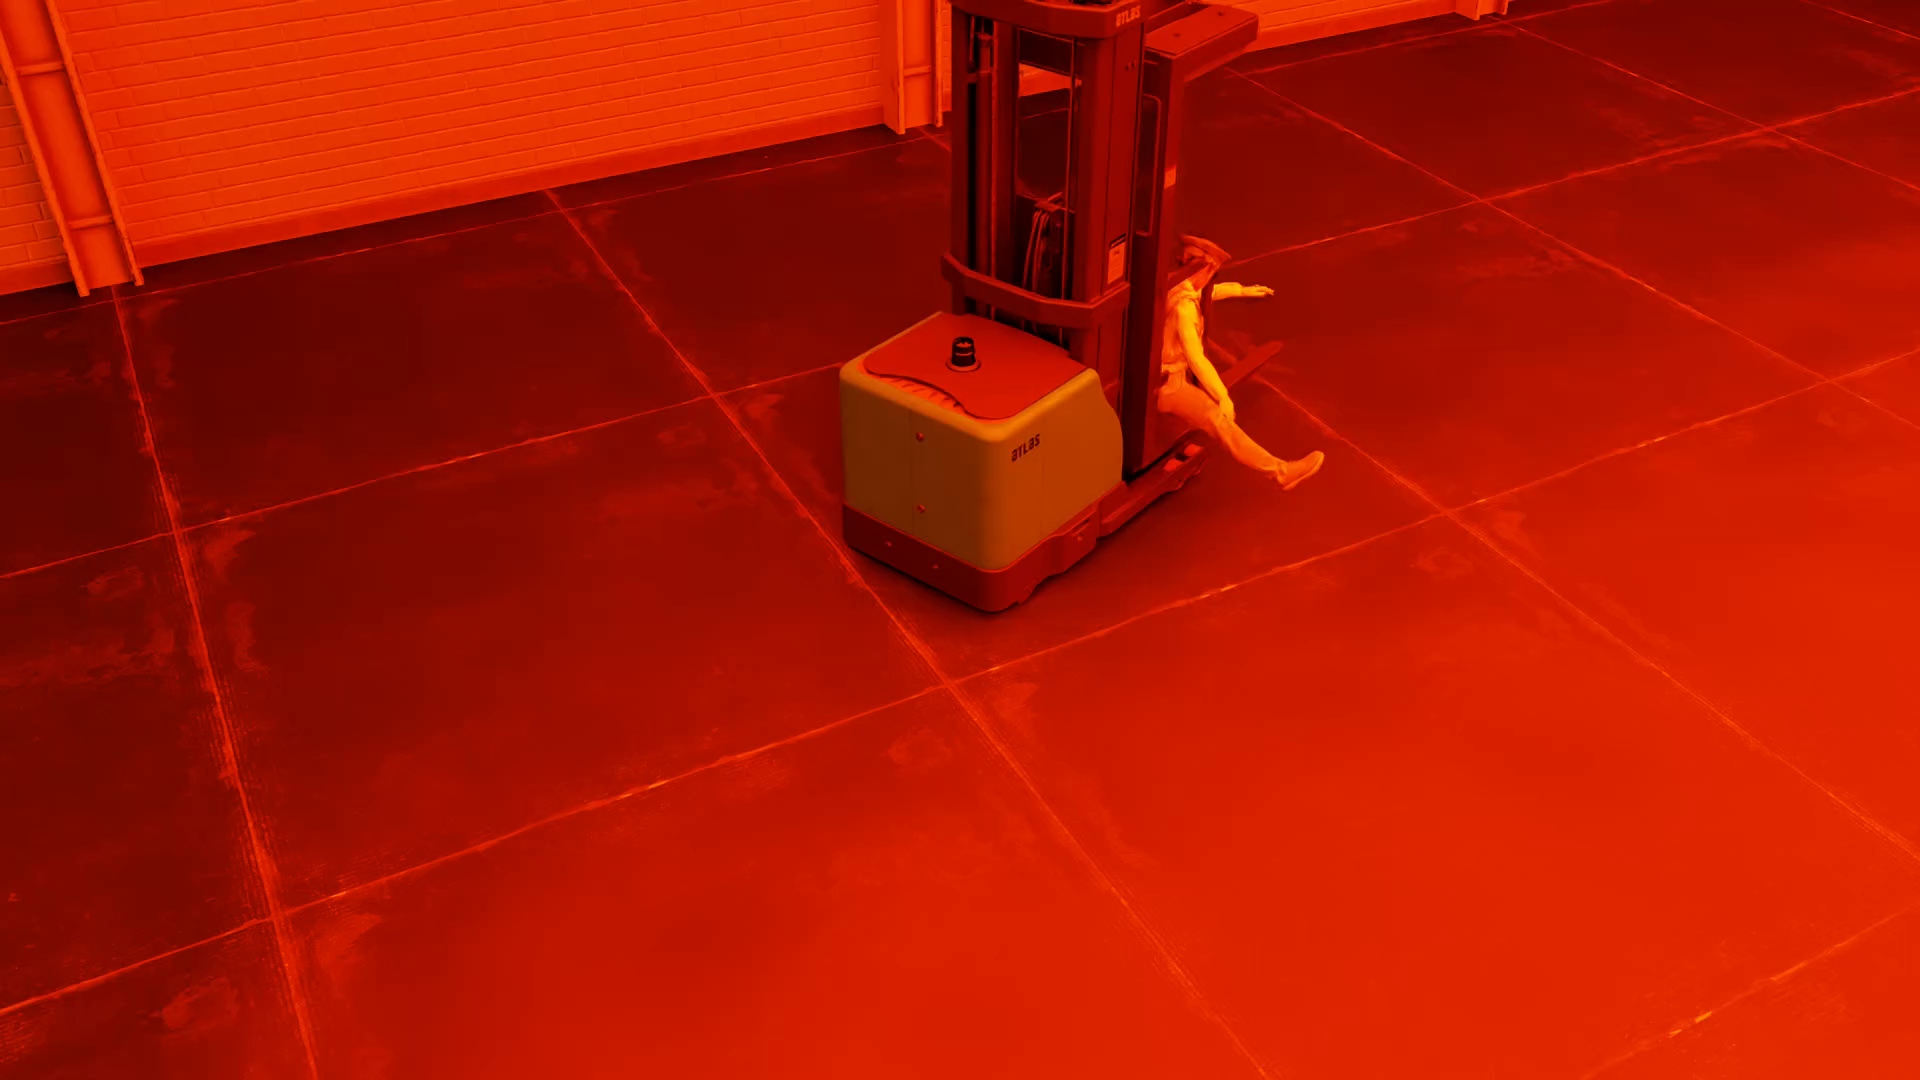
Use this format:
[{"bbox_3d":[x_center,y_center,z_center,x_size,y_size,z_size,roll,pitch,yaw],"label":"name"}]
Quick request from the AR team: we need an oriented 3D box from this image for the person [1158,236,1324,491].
[{"bbox_3d":[1.330,-0.924,8.766,1.124,1.422,0.912,-3,35,-4],"label":"person"}]

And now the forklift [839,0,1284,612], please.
[{"bbox_3d":[0.721,-1.634,8.434,1.130,2.935,3.031,25,42,31],"label":"forklift"}]
